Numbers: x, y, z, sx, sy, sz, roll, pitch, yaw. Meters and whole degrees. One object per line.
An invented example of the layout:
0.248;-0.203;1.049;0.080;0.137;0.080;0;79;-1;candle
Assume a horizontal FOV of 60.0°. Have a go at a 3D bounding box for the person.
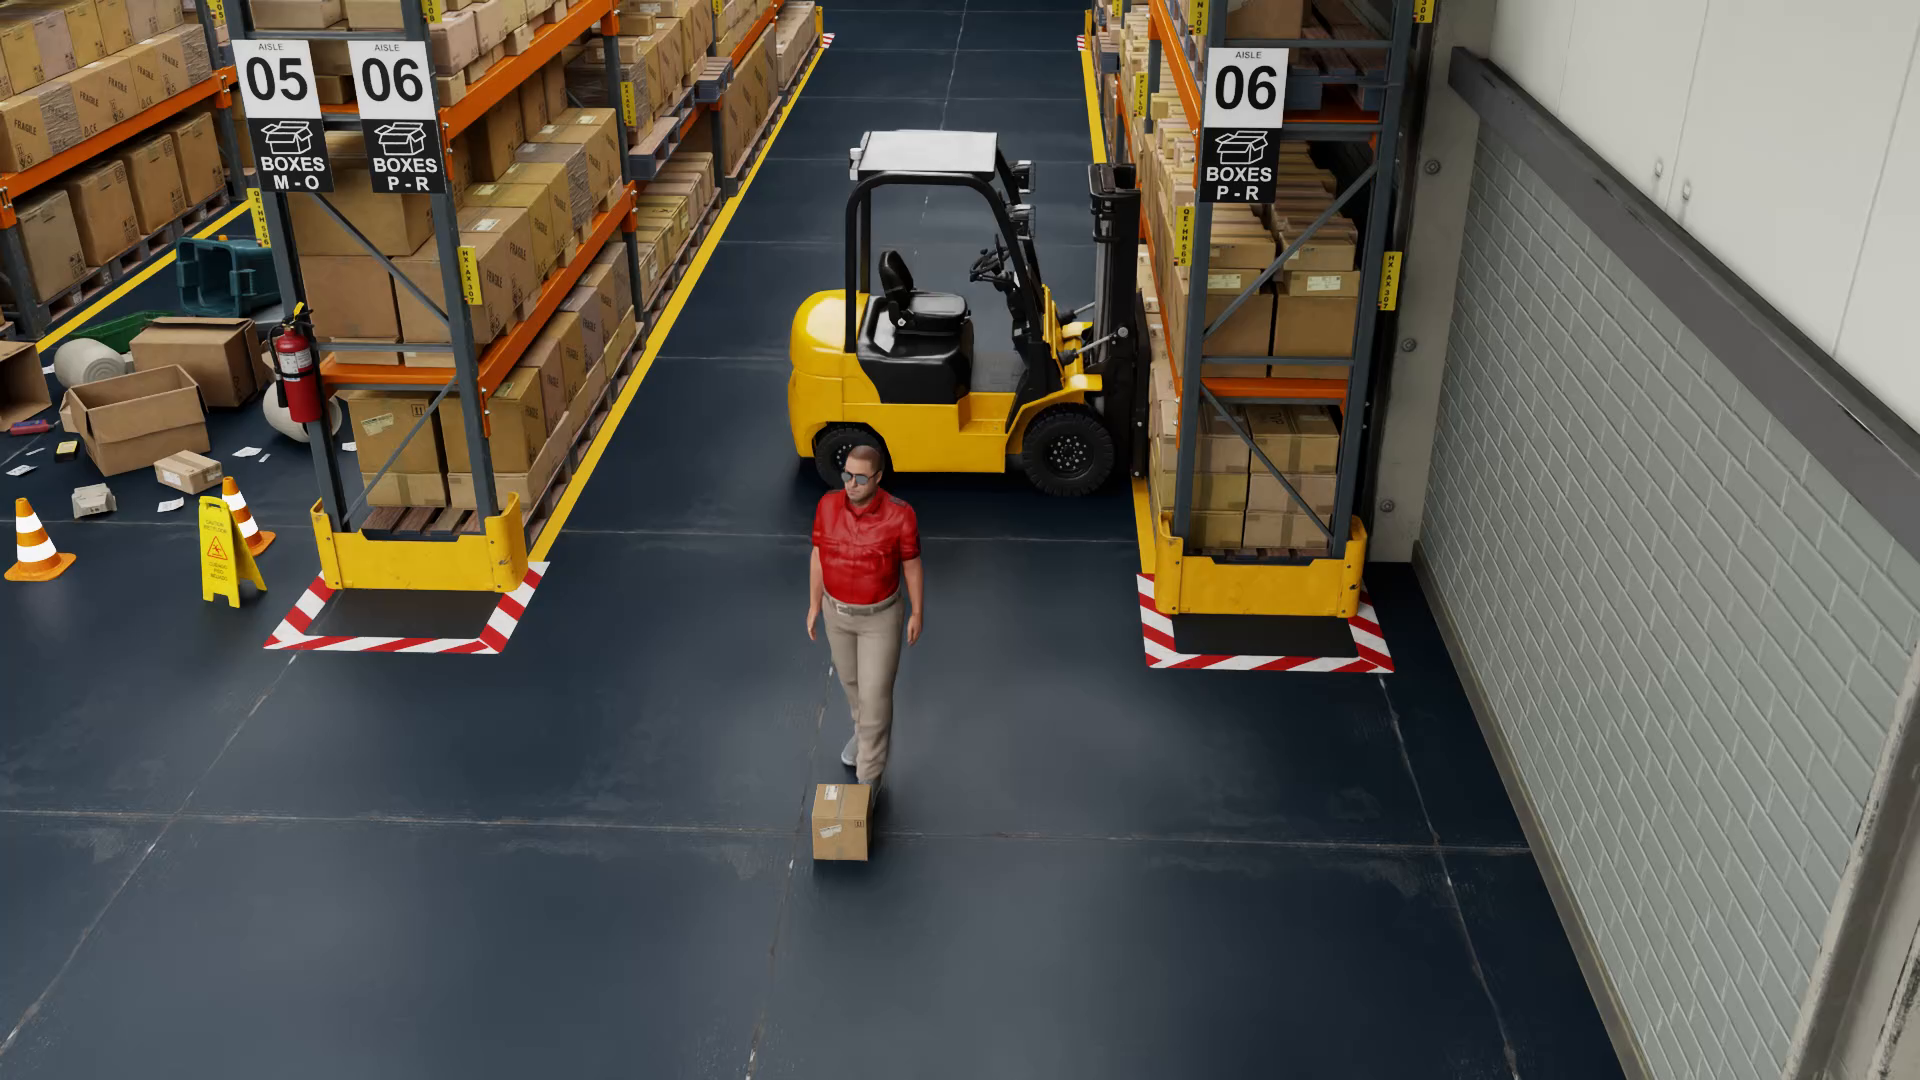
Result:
-0.517;0.403;7.855;0.547;1.714;0.726;12;30;21;person
